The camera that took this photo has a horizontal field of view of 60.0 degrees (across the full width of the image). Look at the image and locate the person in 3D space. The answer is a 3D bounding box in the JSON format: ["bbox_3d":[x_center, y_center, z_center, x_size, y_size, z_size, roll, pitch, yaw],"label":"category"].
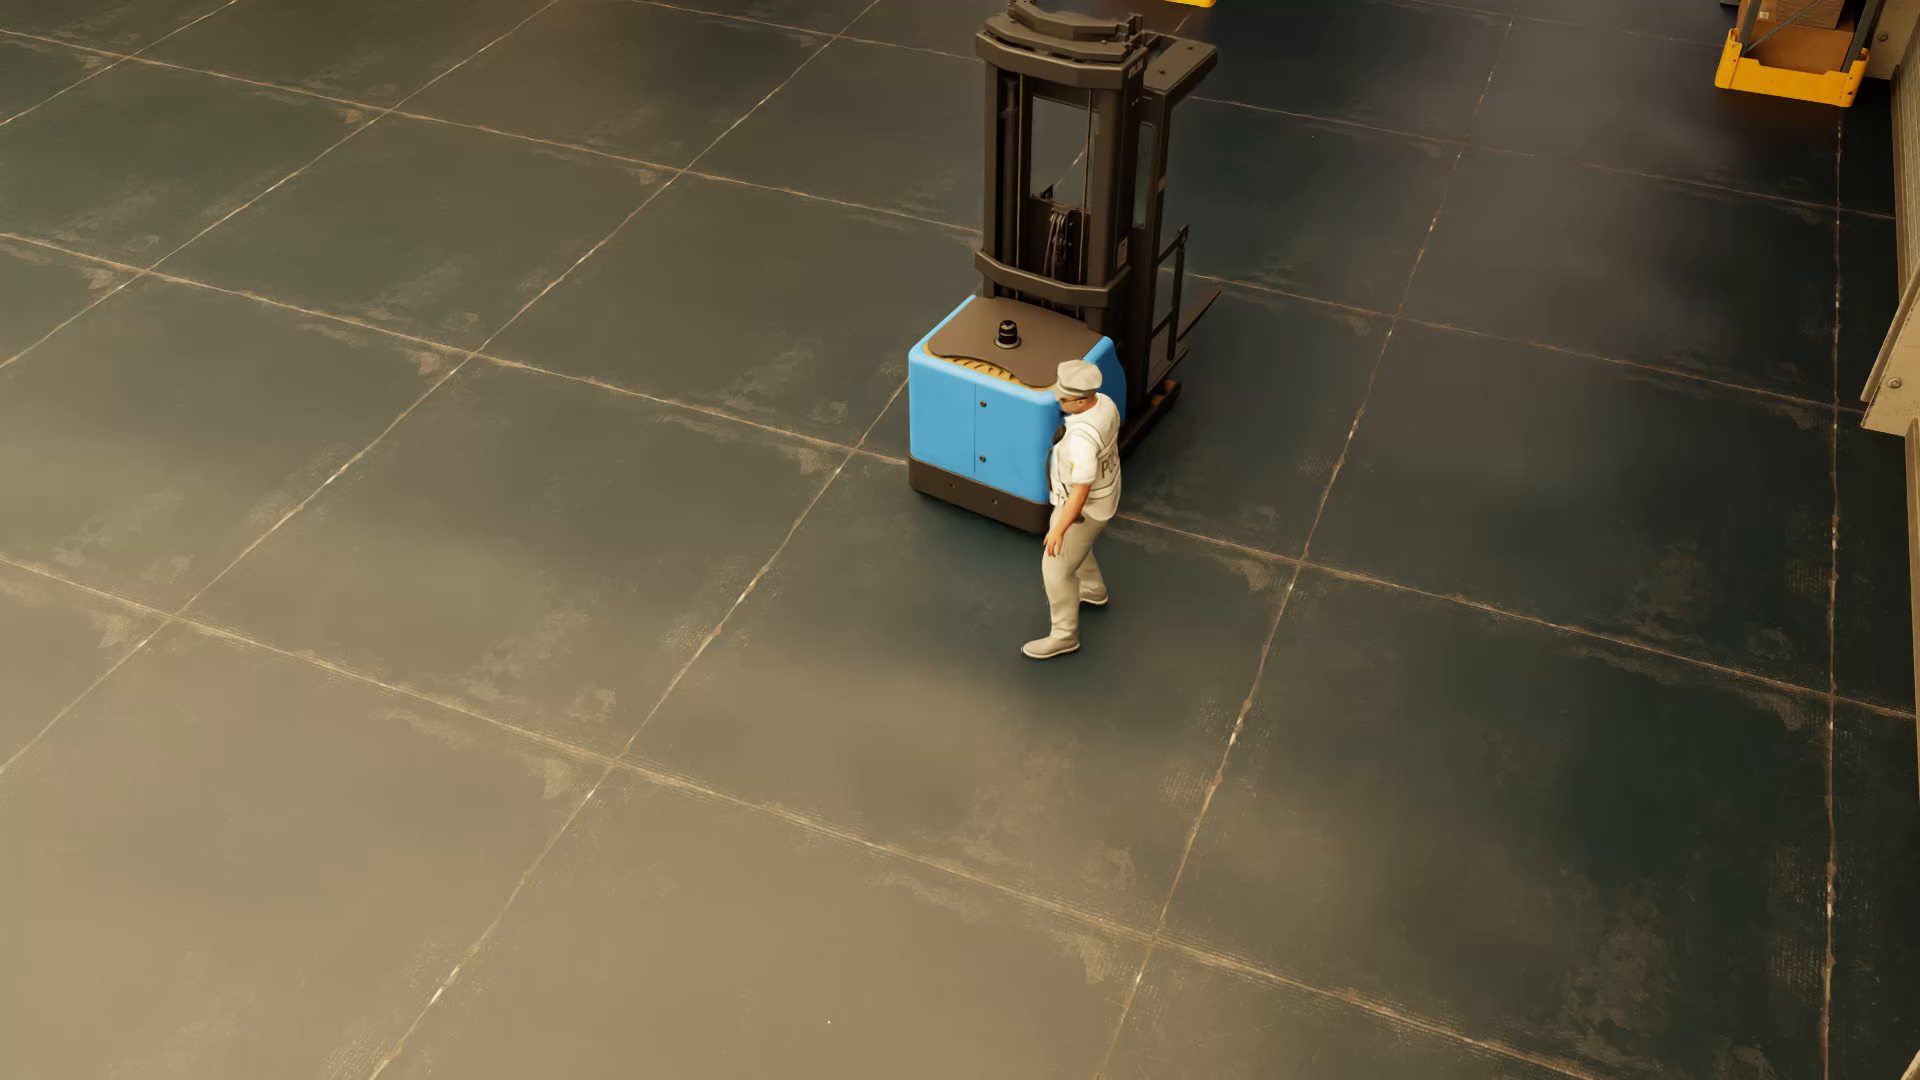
[{"bbox_3d":[0.662,-0.212,9.202,0.417,1.724,0.831,10,41,12],"label":"person"}]

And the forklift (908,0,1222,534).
[{"bbox_3d":[0.857,-2.084,10.496,1.130,2.935,3.031,21,44,23],"label":"forklift"}]
